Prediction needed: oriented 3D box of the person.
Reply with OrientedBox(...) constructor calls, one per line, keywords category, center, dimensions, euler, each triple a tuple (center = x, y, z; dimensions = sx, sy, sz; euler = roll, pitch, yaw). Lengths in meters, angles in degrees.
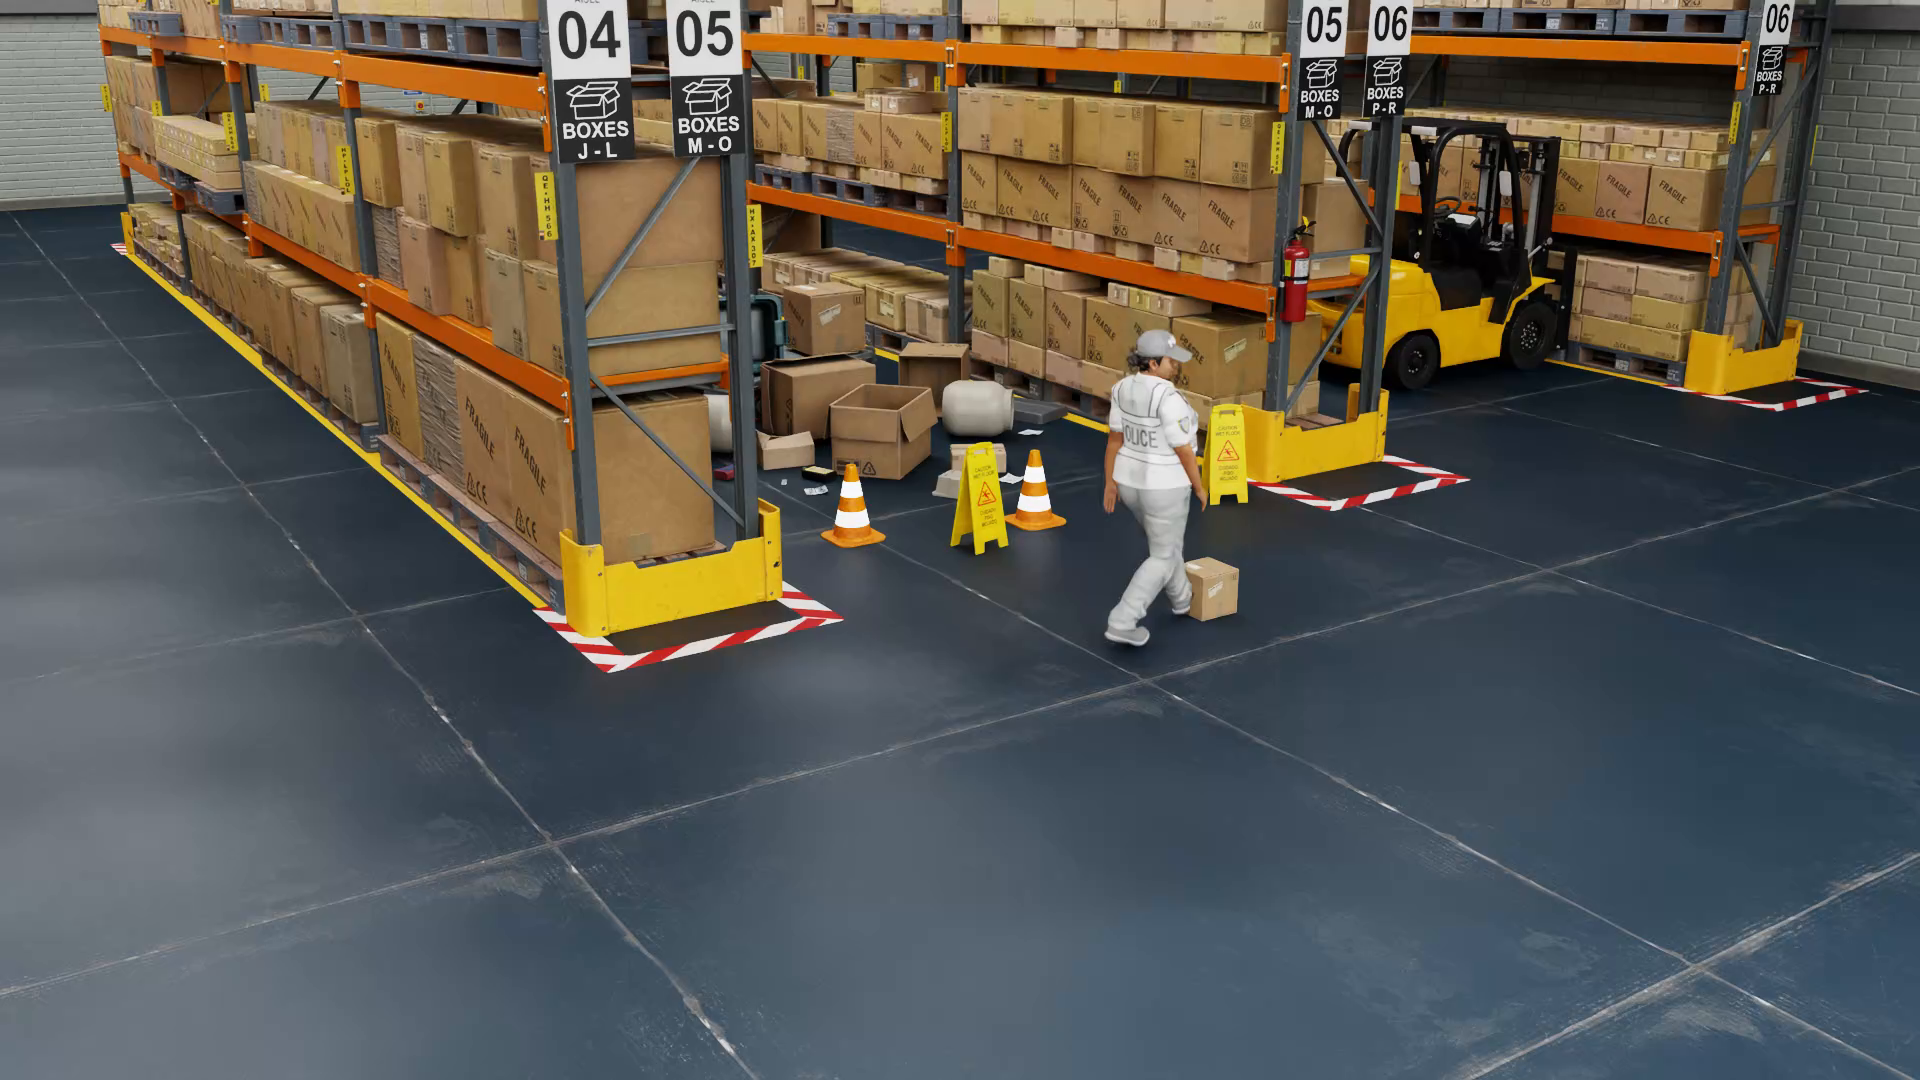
OrientedBox(category="person", center=(1.070, -0.301, 8.502), dimensions=(0.942, 1.607, 0.505), euler=(-12, 22, -33))
